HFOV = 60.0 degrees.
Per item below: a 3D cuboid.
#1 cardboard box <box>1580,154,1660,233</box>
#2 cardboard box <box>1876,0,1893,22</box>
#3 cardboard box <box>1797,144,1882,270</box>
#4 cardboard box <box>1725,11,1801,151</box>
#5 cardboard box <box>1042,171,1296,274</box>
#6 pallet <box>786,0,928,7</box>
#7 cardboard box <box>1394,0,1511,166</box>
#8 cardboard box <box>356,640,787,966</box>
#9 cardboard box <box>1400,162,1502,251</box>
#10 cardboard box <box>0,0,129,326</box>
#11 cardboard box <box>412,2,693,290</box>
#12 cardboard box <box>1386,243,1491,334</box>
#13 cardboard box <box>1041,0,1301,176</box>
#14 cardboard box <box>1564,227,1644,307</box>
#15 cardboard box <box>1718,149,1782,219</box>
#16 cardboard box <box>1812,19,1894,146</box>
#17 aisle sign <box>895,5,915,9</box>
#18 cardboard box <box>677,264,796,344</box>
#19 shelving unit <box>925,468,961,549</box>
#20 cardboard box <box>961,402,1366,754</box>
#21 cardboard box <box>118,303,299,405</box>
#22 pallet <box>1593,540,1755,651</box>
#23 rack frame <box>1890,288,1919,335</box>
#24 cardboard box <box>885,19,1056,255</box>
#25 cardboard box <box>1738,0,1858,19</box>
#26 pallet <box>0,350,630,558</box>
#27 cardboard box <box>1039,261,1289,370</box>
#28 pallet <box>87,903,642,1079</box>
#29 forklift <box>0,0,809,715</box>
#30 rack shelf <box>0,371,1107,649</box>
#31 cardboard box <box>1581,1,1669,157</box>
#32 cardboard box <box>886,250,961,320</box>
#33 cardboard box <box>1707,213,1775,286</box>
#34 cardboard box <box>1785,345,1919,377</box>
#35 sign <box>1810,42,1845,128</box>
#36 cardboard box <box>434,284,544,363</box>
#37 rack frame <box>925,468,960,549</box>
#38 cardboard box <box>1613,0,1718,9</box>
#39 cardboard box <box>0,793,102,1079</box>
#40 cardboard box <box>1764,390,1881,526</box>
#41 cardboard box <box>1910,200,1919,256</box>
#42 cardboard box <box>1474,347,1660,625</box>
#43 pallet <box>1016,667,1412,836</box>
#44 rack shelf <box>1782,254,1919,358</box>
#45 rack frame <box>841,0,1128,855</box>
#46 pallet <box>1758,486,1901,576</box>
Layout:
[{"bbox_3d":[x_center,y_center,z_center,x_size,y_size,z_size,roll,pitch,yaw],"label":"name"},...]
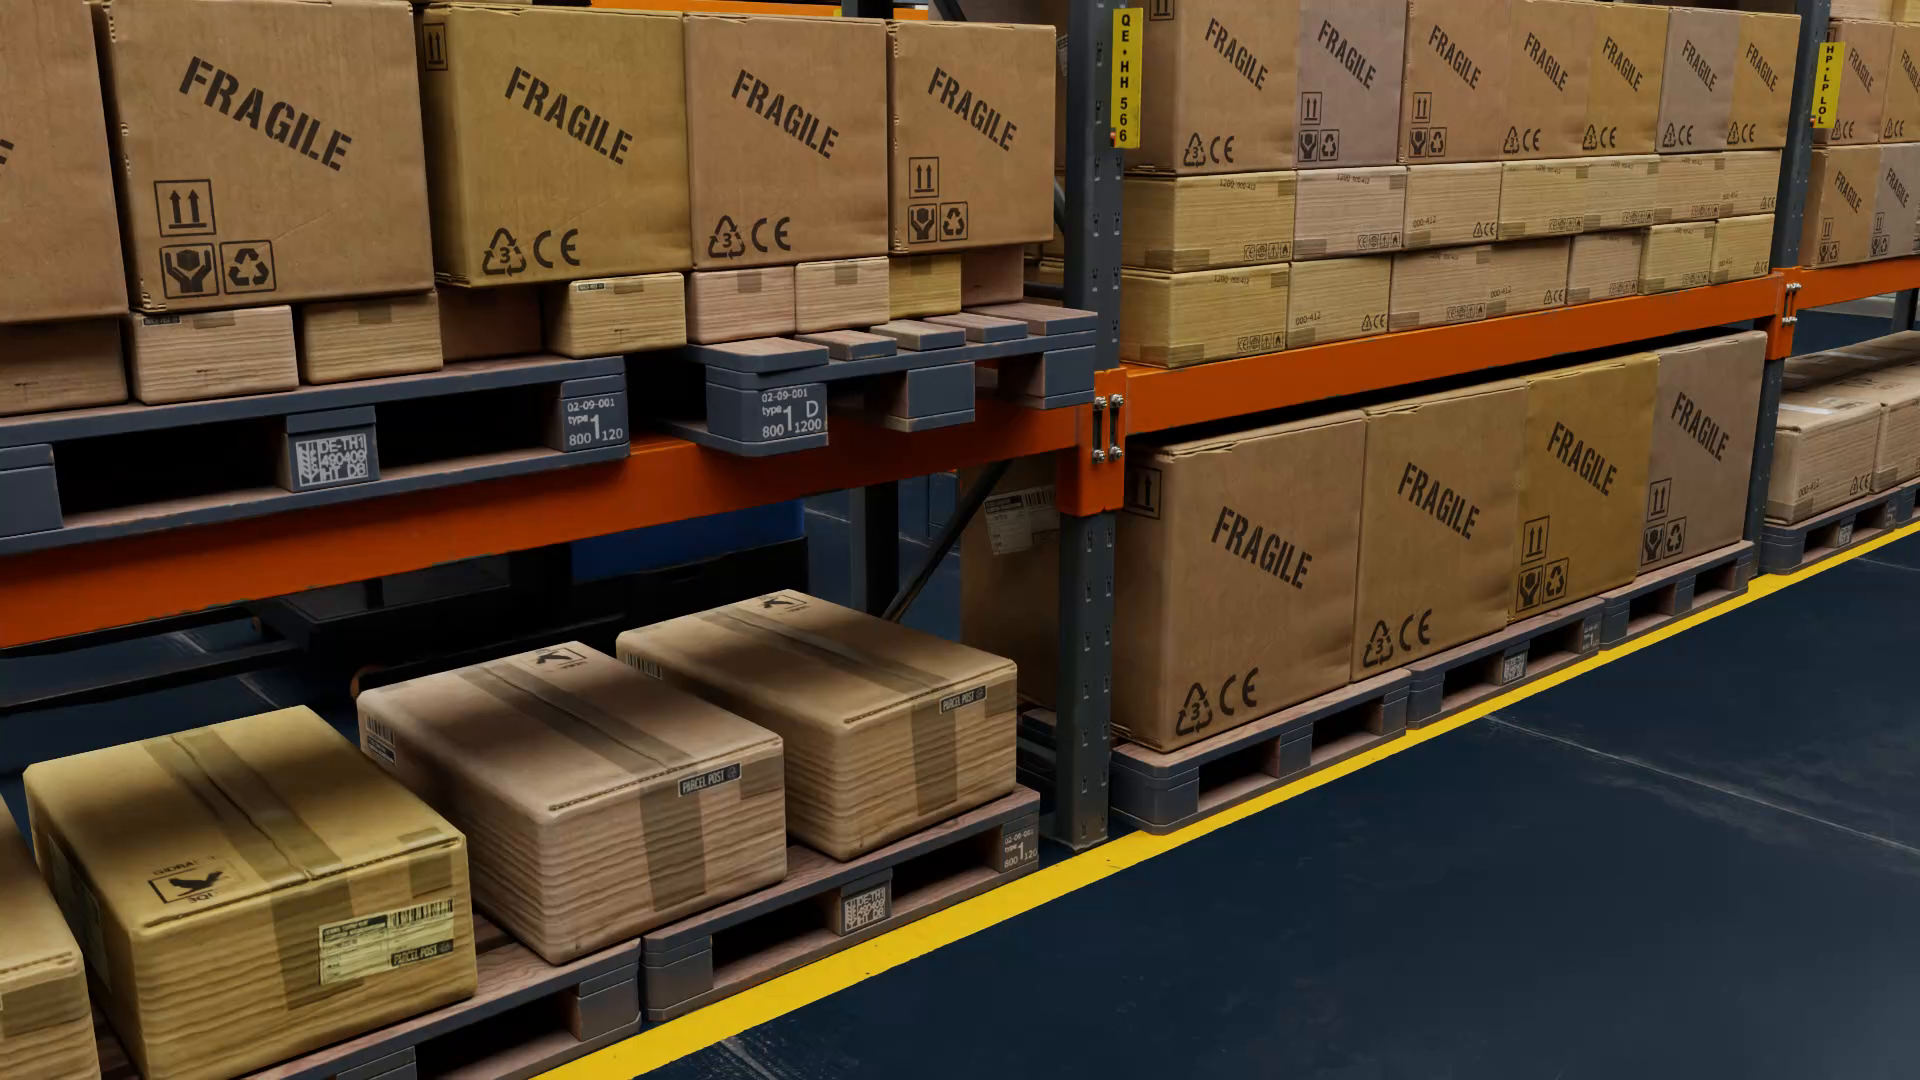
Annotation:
[{"bbox_3d":[2.122,-1.248,5.931,0.500,0.250,0.500,-12,19,-38],"label":"cardboard box"},{"bbox_3d":[3.811,-2.322,7.241,0.250,0.149,0.380,-13,20,-40],"label":"cardboard box"},{"bbox_3d":[3.580,-1.453,7.182,0.500,0.500,0.500,-12,19,-38],"label":"cardboard box"},{"bbox_3d":[2.882,-1.783,6.480,0.500,0.500,0.500,-12,19,-38],"label":"cardboard box"},{"bbox_3d":[0.581,-0.905,4.648,0.500,0.250,0.500,-13,20,-40],"label":"cardboard box"},{"bbox_3d":[-0.986,-5.261,15.994,1.213,0.211,1.003,-13,19,-39],"label":"pallet"},{"bbox_3d":[1.337,-1.436,5.183,0.500,0.500,0.500,-12,19,-38],"label":"cardboard box"},{"bbox_3d":[-0.948,0.589,4.012,0.625,0.372,0.950,-13,20,-40],"label":"cardboard box"},{"bbox_3d":[1.356,-1.074,5.282,0.500,0.250,0.500,-13,20,-40],"label":"cardboard box"},{"bbox_3d":[-1.680,-0.605,2.619,0.500,0.500,0.500,-13,20,-40],"label":"cardboard box"},{"bbox_3d":[-0.887,-0.787,3.298,0.500,0.500,0.500,-14,21,-43],"label":"cardboard box"},{"bbox_3d":[1.346,-0.838,5.365,0.500,0.250,0.500,-12,19,-38],"label":"cardboard box"},{"bbox_3d":[0.569,-1.266,4.544,0.500,0.500,0.500,-14,20,-41],"label":"cardboard box"},{"bbox_3d":[2.103,-1.011,6.011,0.500,0.250,0.500,-13,20,-41],"label":"cardboard box"},{"bbox_3d":[2.881,-1.423,6.586,0.500,0.250,0.500,-13,20,-39],"label":"cardboard box"},{"bbox_3d":[3.572,-1.941,7.072,0.500,0.500,0.500,-12,19,-39],"label":"cardboard box"},{"bbox_3d":[-0.576,-5.309,16.777,0.004,0.787,0.394,-13,19,-39],"label":"aisle sign"},{"bbox_3d":[-0.567,-0.526,3.581,0.250,0.149,0.380,-14,20,-42],"label":"cardboard box"},{"bbox_3d":[-0.011,-0.577,7.586,0.189,1.200,0.258,-13,19,-39],"label":"shelving unit"},{"bbox_3d":[0.612,0.025,5.149,0.875,0.875,0.875,-13,20,-40],"label":"cardboard box"},{"bbox_3d":[-1.355,-0.350,2.920,0.250,0.149,0.380,-12,19,-37],"label":"cardboard box"},{"bbox_3d":[2.521,0.117,6.904,1.213,0.211,1.003,-13,19,-39],"label":"pallet"},{"bbox_3d":[6.072,-2.053,9.625,0.127,3.000,1.000,-13,19,-39],"label":"rack frame"},{"bbox_3d":[-0.124,-0.962,3.955,0.500,0.500,0.500,-13,20,-41],"label":"cardboard box"},{"bbox_3d":[3.463,-2.224,6.874,0.250,0.149,0.380,-13,20,-40],"label":"cardboard box"},{"bbox_3d":[-1.430,-0.262,3.291,1.213,0.211,1.003,-13,19,-39],"label":"pallet"},{"bbox_3d":[0.571,-0.660,4.698,0.500,0.250,0.500,-13,20,-40],"label":"cardboard box"},{"bbox_3d":[-1.474,0.987,3.647,1.213,0.211,1.003,-13,19,-39],"label":"pallet"},{"bbox_3d":[-2.061,-0.987,5.765,3.031,2.935,1.130,-12,19,-38],"label":"forklift"},{"bbox_3d":[-1.472,-0.012,3.376,4.000,0.370,1.077,-13,19,-39],"label":"rack shelf"},{"bbox_3d":[2.101,-1.612,5.839,0.500,0.500,0.500,-12,19,-38],"label":"cardboard box"},{"bbox_3d":[-0.211,-0.619,3.928,0.250,0.149,0.380,-12,19,-39],"label":"cardboard box"},{"bbox_3d":[2.881,-1.178,6.640,0.500,0.250,0.500,-13,20,-41],"label":"cardboard box"},{"bbox_3d":[4.955,-0.731,8.824,0.875,0.438,0.875,-12,19,-38],"label":"cardboard box"},{"bbox_3d":[3.418,-1.793,6.560,0.005,0.325,0.100,-13,19,-39],"label":"sign"},{"bbox_3d":[-1.038,-0.459,3.329,0.250,0.149,0.380,-12,19,-39],"label":"cardboard box"},{"bbox_3d":[-0.080,-0.562,7.528,0.006,1.200,0.240,-13,19,-39],"label":"rack frame"},{"bbox_3d":[3.077,-2.335,7.290,0.250,0.149,0.380,-13,20,-40],"label":"cardboard box"},{"bbox_3d":[-2.047,0.834,3.093,0.625,0.372,0.950,-11,19,-36],"label":"cardboard box"},{"bbox_3d":[3.598,-0.426,7.685,0.875,0.438,0.875,-13,20,-40],"label":"cardboard box"},{"bbox_3d":[4.342,-1.620,7.809,0.500,0.500,0.500,-12,19,-39],"label":"cardboard box"},{"bbox_3d":[1.963,-0.277,6.278,0.875,0.875,0.875,-12,19,-38],"label":"cardboard box"},{"bbox_3d":[0.681,0.530,5.357,1.213,0.211,1.003,-13,19,-39],"label":"pallet"},{"bbox_3d":[4.563,-1.367,8.450,4.000,0.370,1.077,-13,19,-39],"label":"rack shelf"},{"bbox_3d":[0.037,-0.698,4.552,0.127,3.000,1.000,-13,19,-39],"label":"rack frame"},{"bbox_3d":[3.679,-0.142,7.874,1.213,0.211,1.003,-13,19,-39],"label":"pallet"}]
